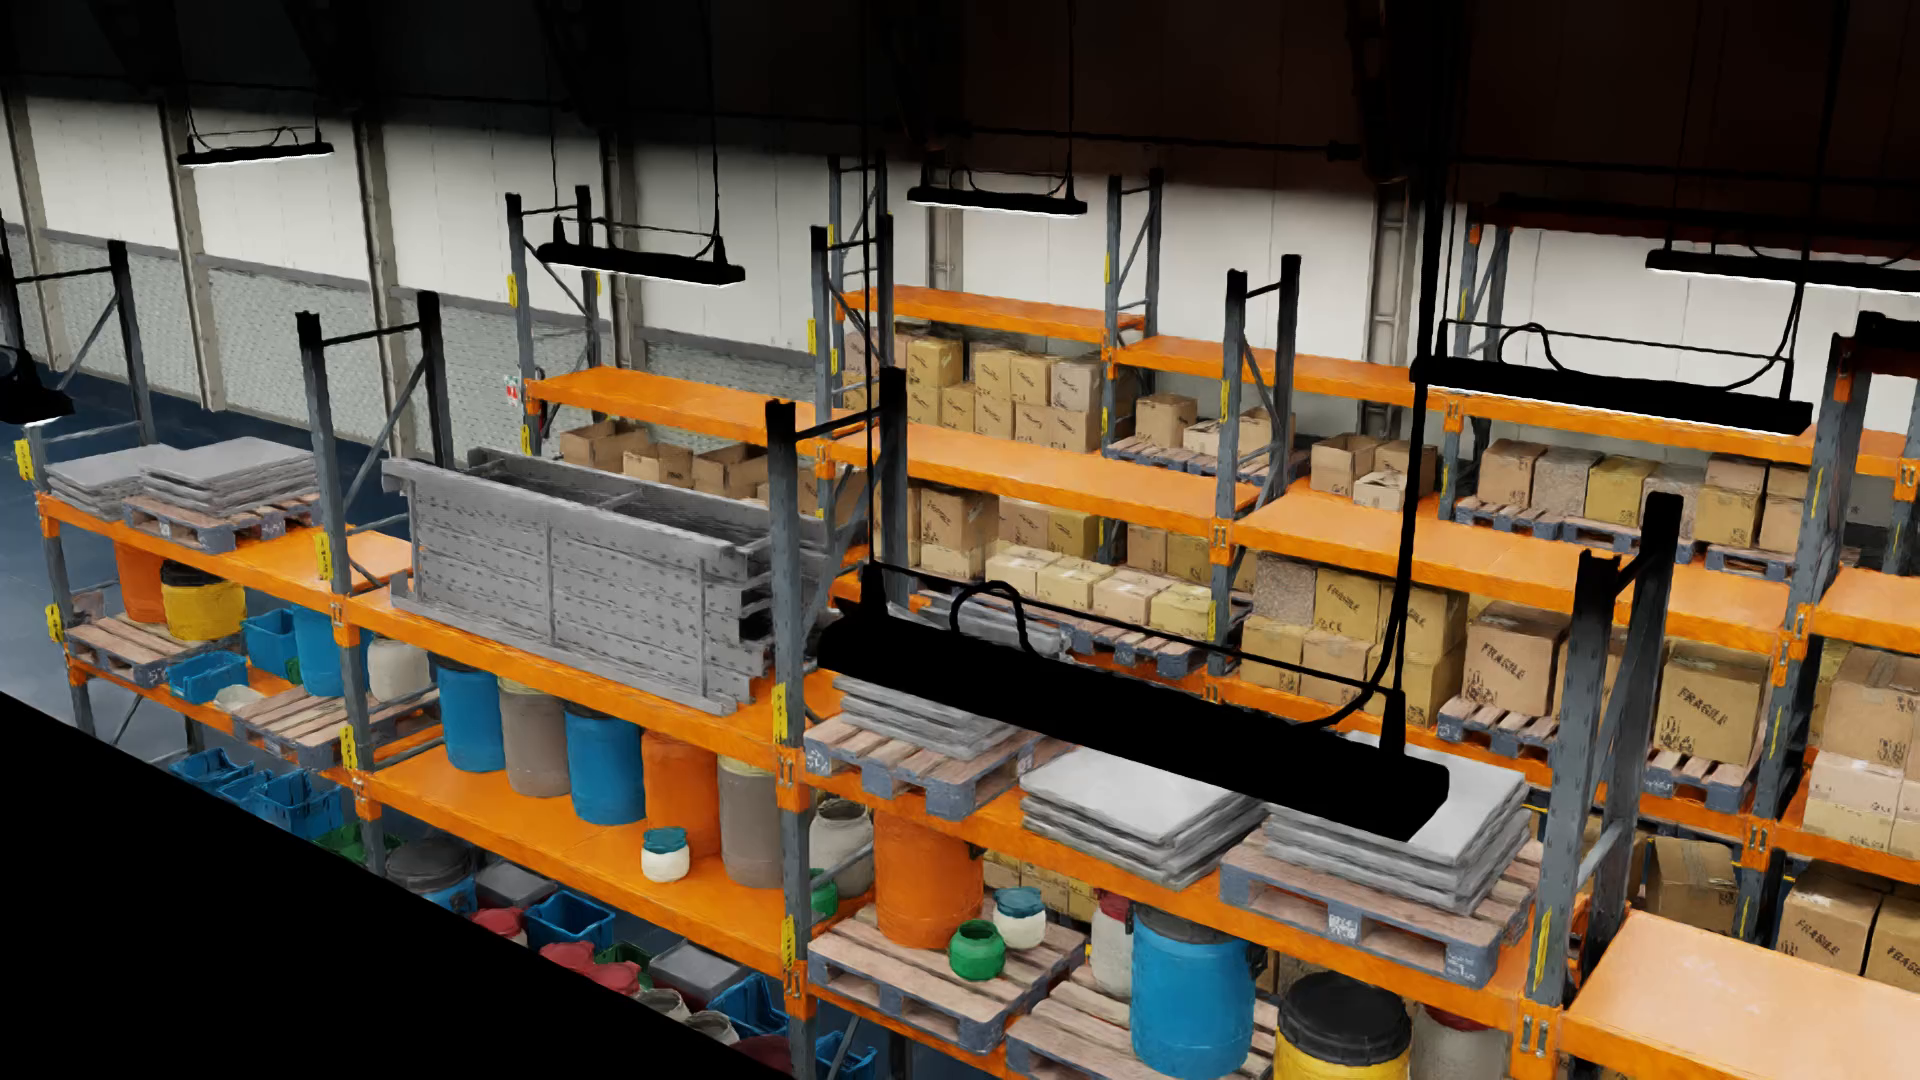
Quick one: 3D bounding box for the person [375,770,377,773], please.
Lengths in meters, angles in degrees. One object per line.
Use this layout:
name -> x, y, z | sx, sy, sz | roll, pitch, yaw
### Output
person -> -6.265, 1.697, 17.466 | 0.506, 1.658, 0.713 | -3, 19, -9
